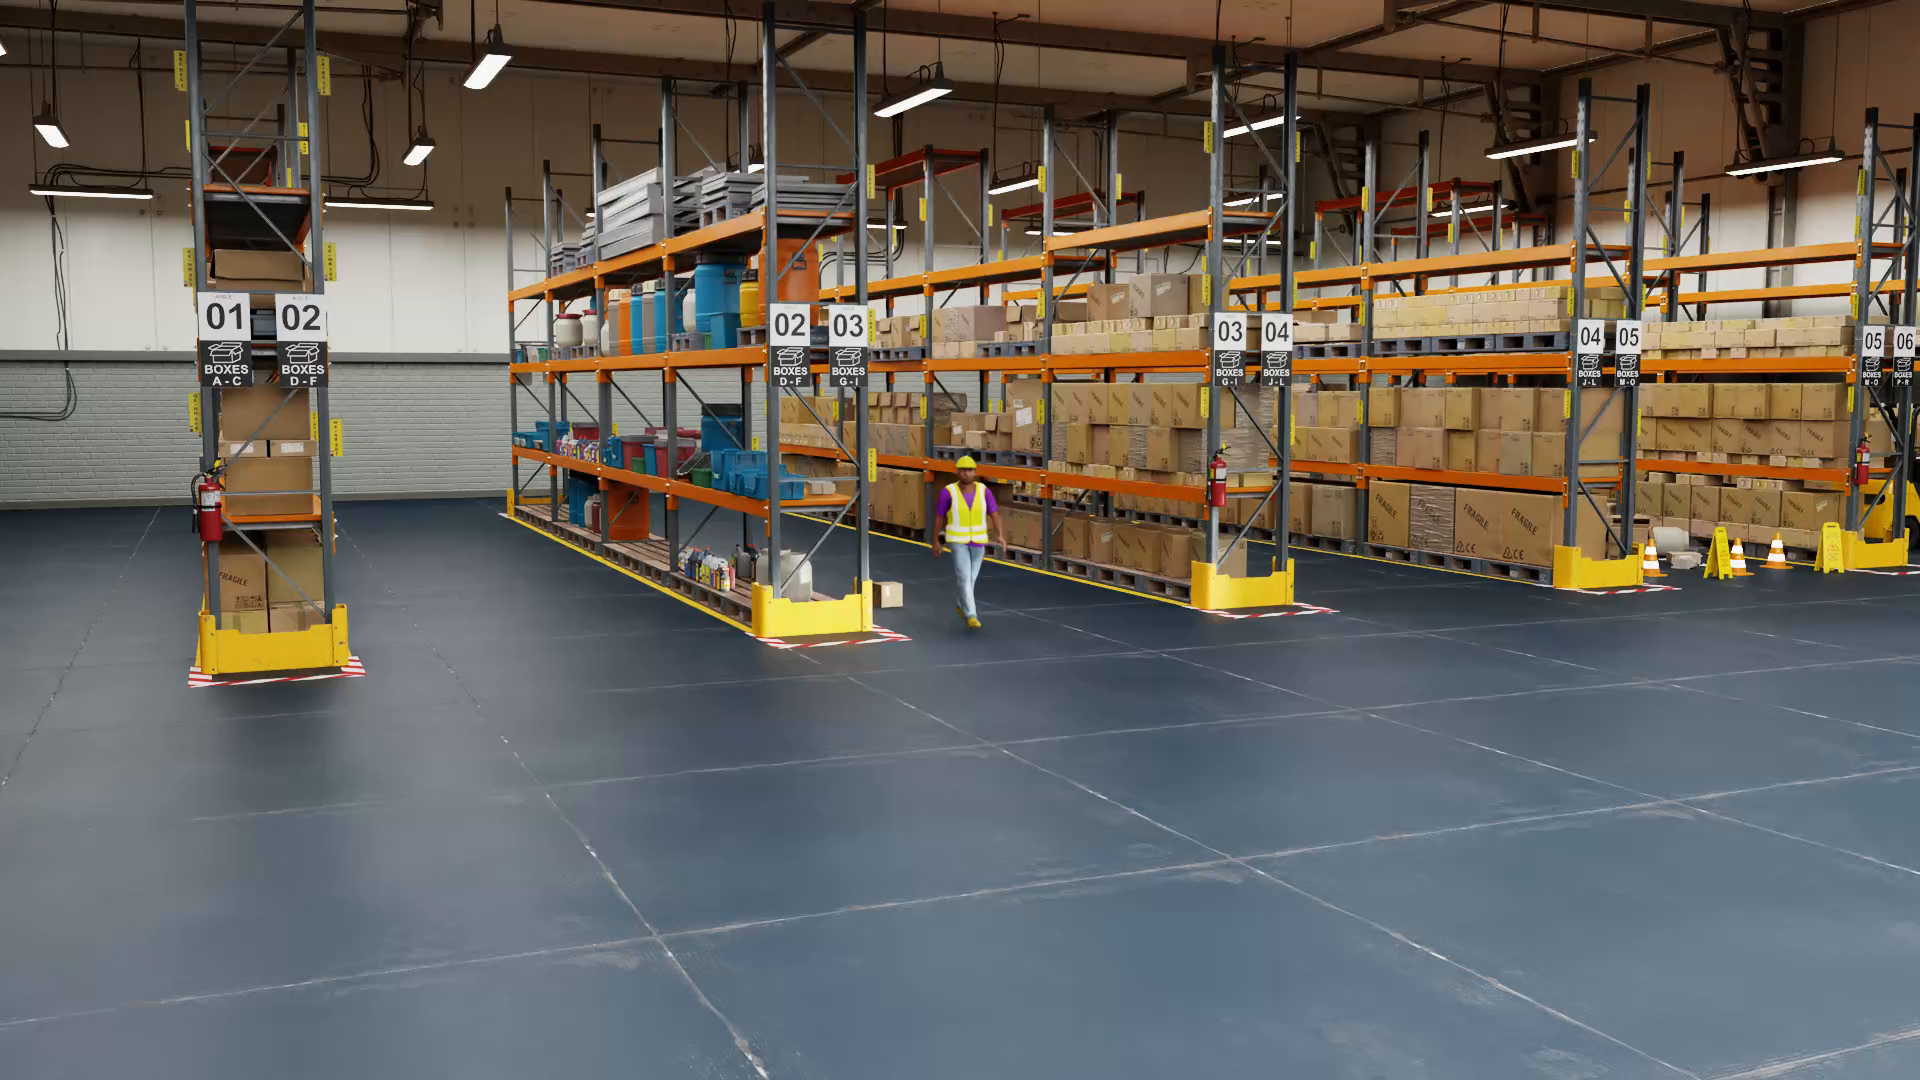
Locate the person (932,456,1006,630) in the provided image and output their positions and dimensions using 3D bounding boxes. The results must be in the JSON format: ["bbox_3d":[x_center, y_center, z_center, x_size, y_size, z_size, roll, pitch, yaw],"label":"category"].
[{"bbox_3d":[0.084,0.011,16.575,0.626,1.700,1.144,-2,6,-18],"label":"person"}]
